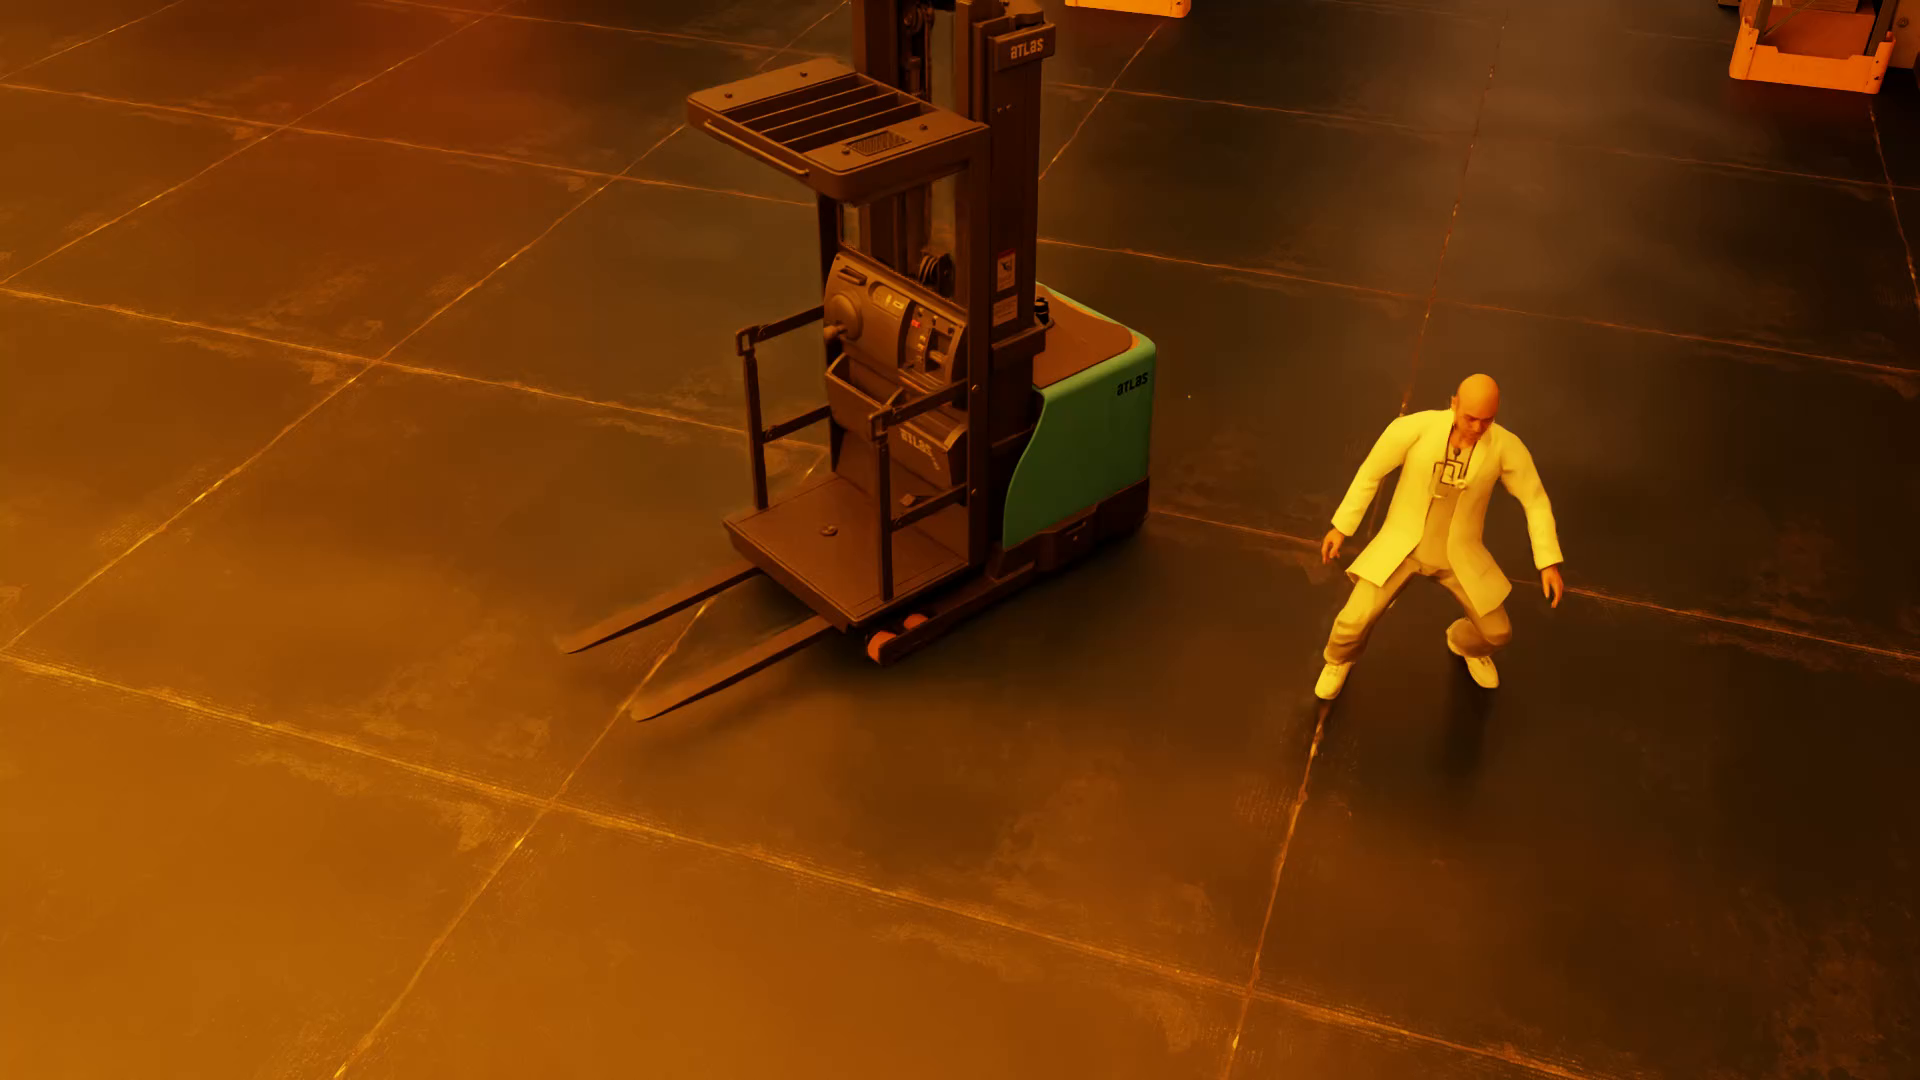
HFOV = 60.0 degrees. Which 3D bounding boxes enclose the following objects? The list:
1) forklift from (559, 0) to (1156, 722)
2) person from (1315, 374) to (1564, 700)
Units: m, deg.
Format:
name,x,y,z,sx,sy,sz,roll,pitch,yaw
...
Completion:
name,x,y,z,sx,sy,sz,roll,pitch,yaw
forklift,-0.462,-0.950,7.450,3.031,2.935,1.130,-27,43,-32
person,2.093,0.004,7.209,1.002,1.610,0.705,8,36,11
